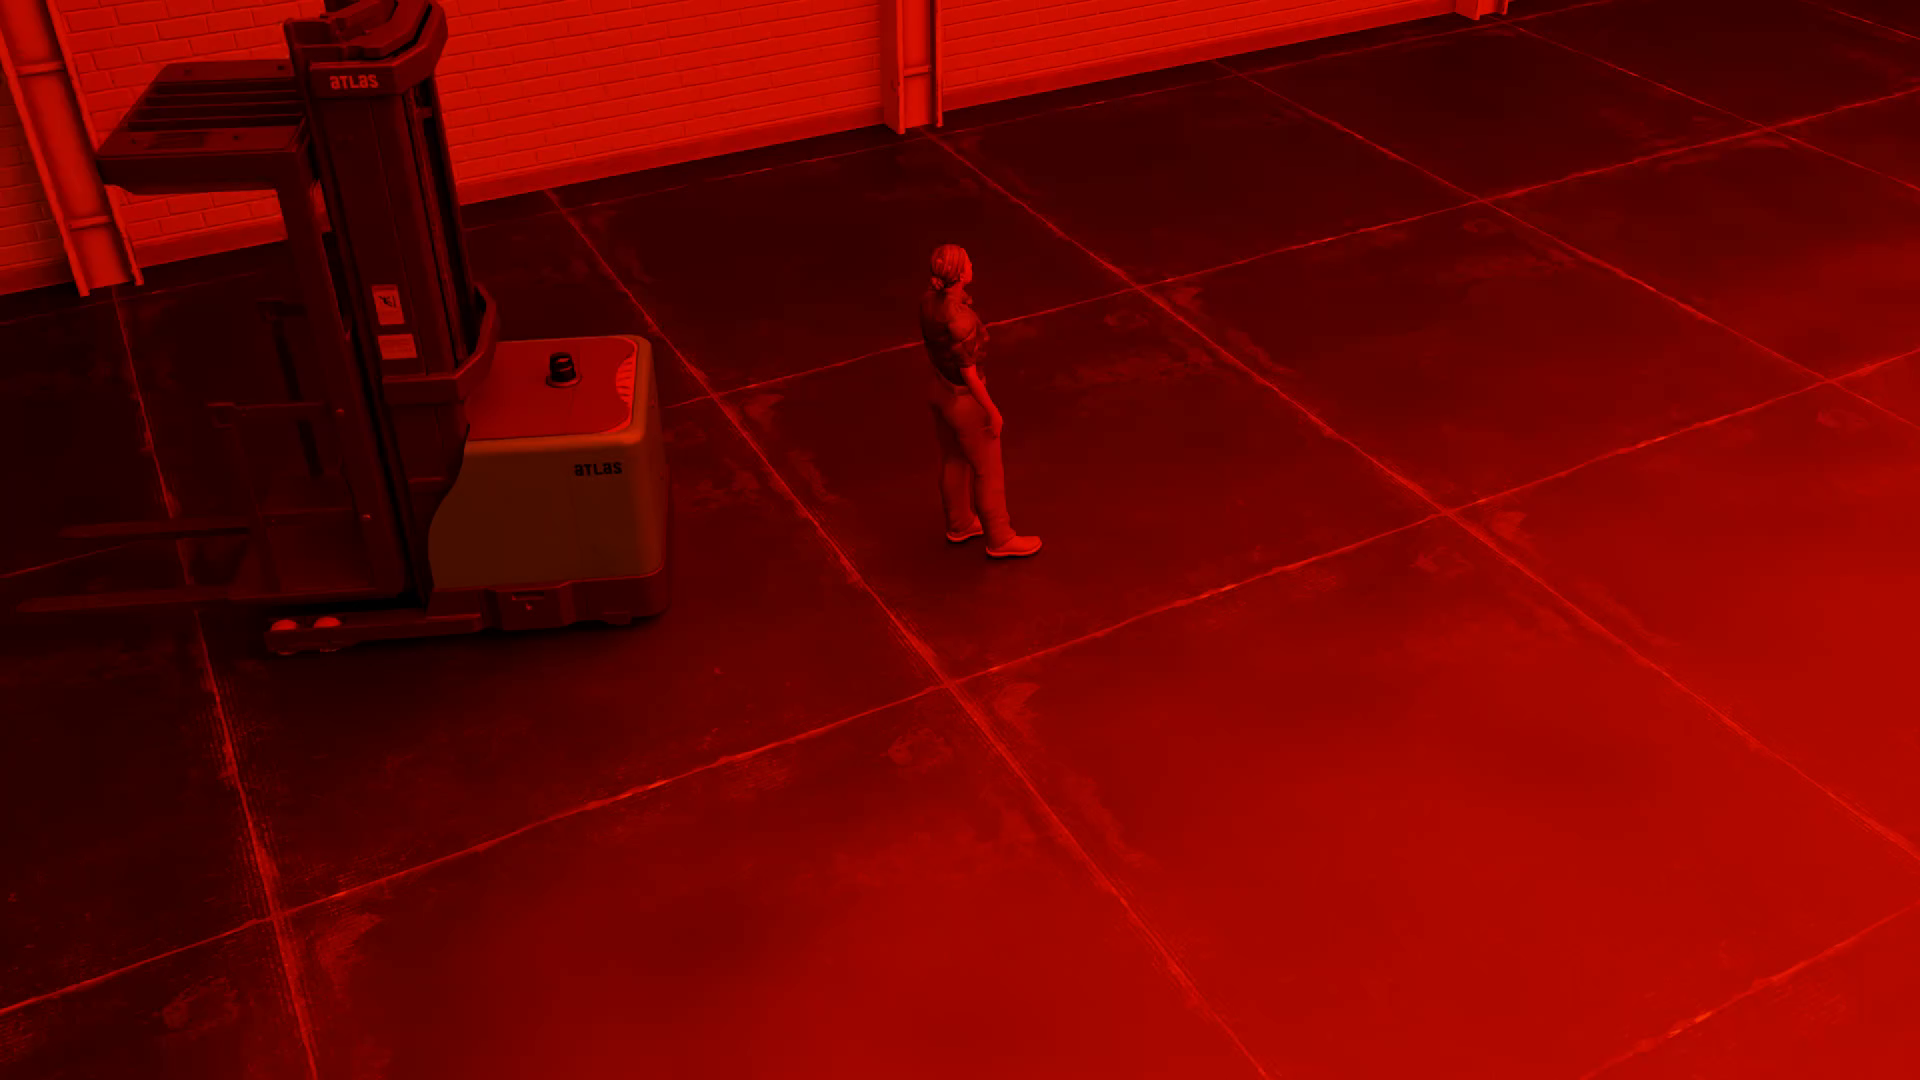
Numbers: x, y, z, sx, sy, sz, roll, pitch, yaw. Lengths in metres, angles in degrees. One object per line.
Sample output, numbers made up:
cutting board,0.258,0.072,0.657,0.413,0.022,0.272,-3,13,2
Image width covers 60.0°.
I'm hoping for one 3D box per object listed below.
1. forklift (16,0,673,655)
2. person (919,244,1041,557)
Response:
forklift,-2.971,-0.975,7.503,3.031,2.935,1.130,-4,35,-5
person,0.087,-0.696,8.200,0.503,1.656,0.569,-17,39,-23
